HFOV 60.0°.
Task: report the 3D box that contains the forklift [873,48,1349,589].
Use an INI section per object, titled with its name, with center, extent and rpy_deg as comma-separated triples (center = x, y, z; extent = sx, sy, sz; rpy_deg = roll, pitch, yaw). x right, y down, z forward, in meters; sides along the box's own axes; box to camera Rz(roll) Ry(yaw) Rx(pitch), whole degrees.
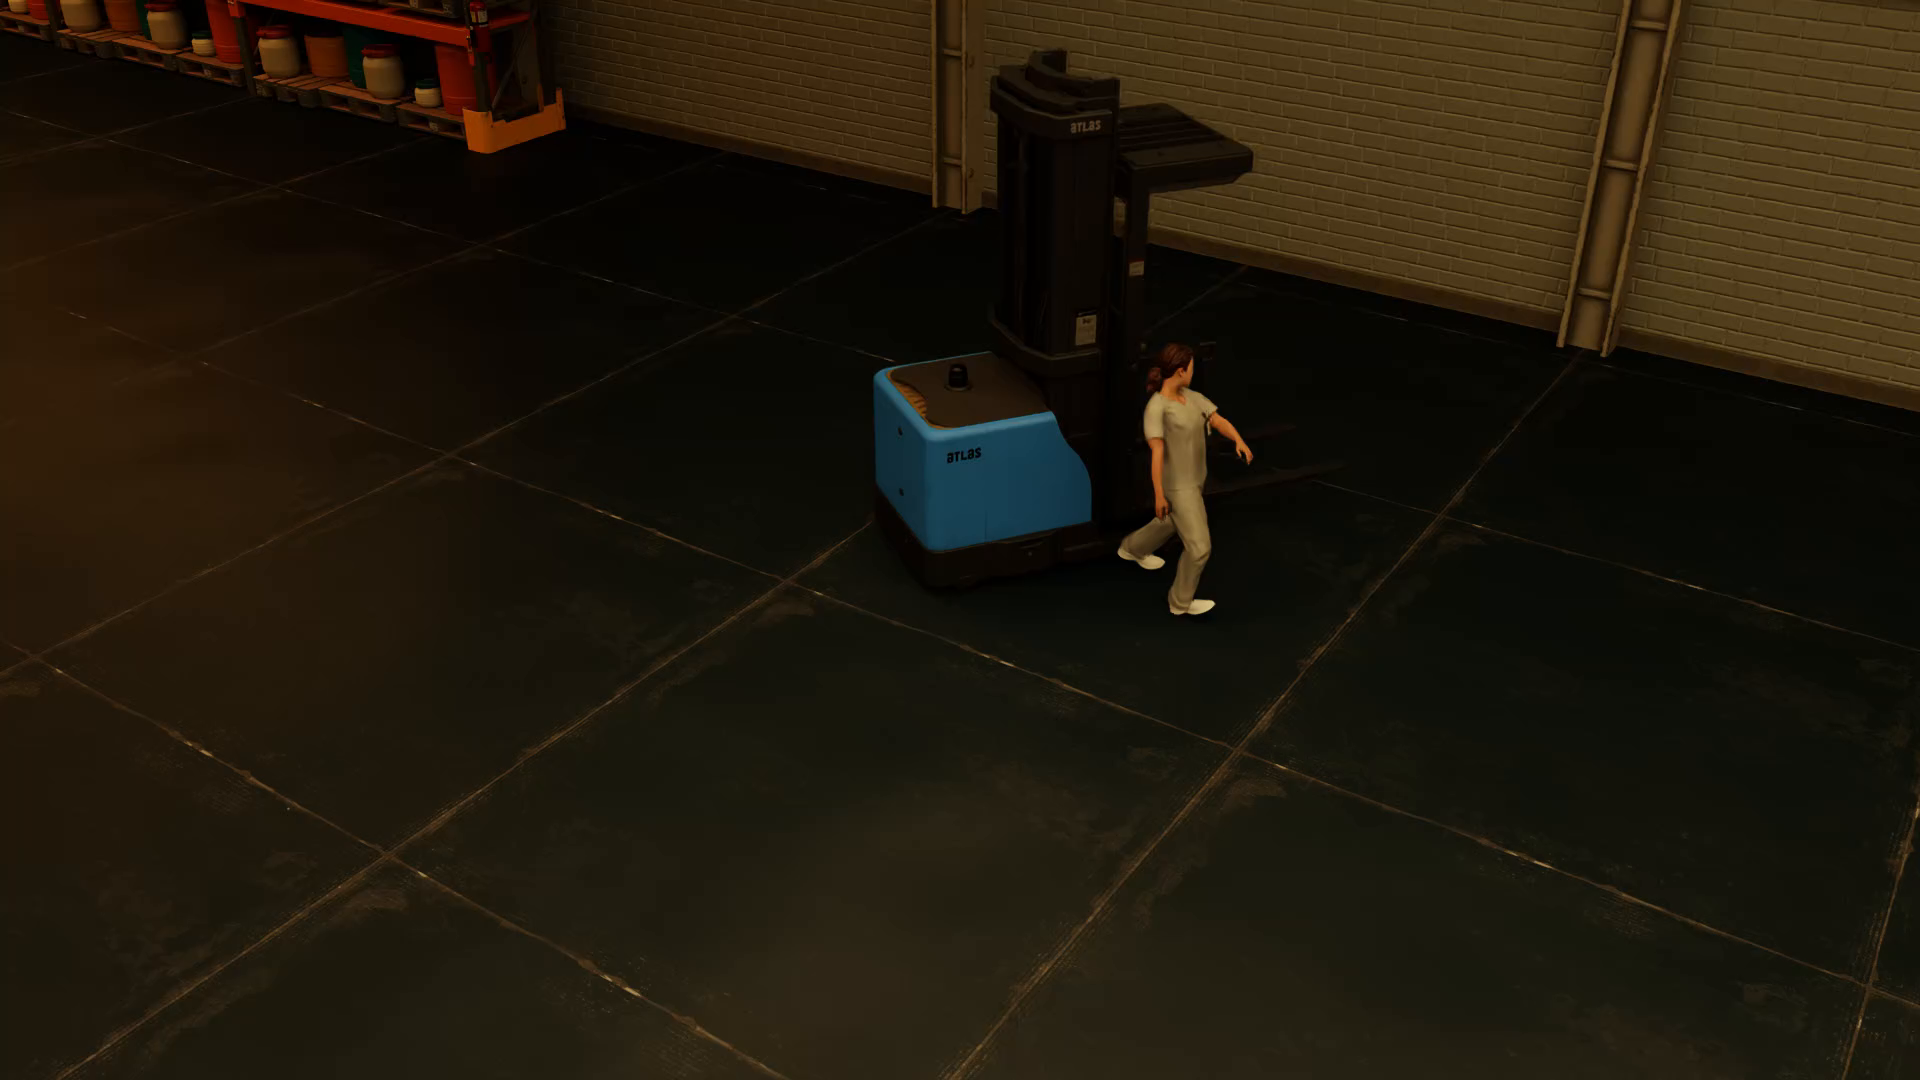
[forklift]
center = 1.025, -1.437, 10.055
extent = 3.031, 2.935, 1.130
rpy_deg = -11, 32, -19

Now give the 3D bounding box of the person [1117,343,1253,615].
[person]
center = 1.254, -0.324, 9.525
extent = 0.840, 1.553, 0.710
rpy_deg = 12, 32, 20
